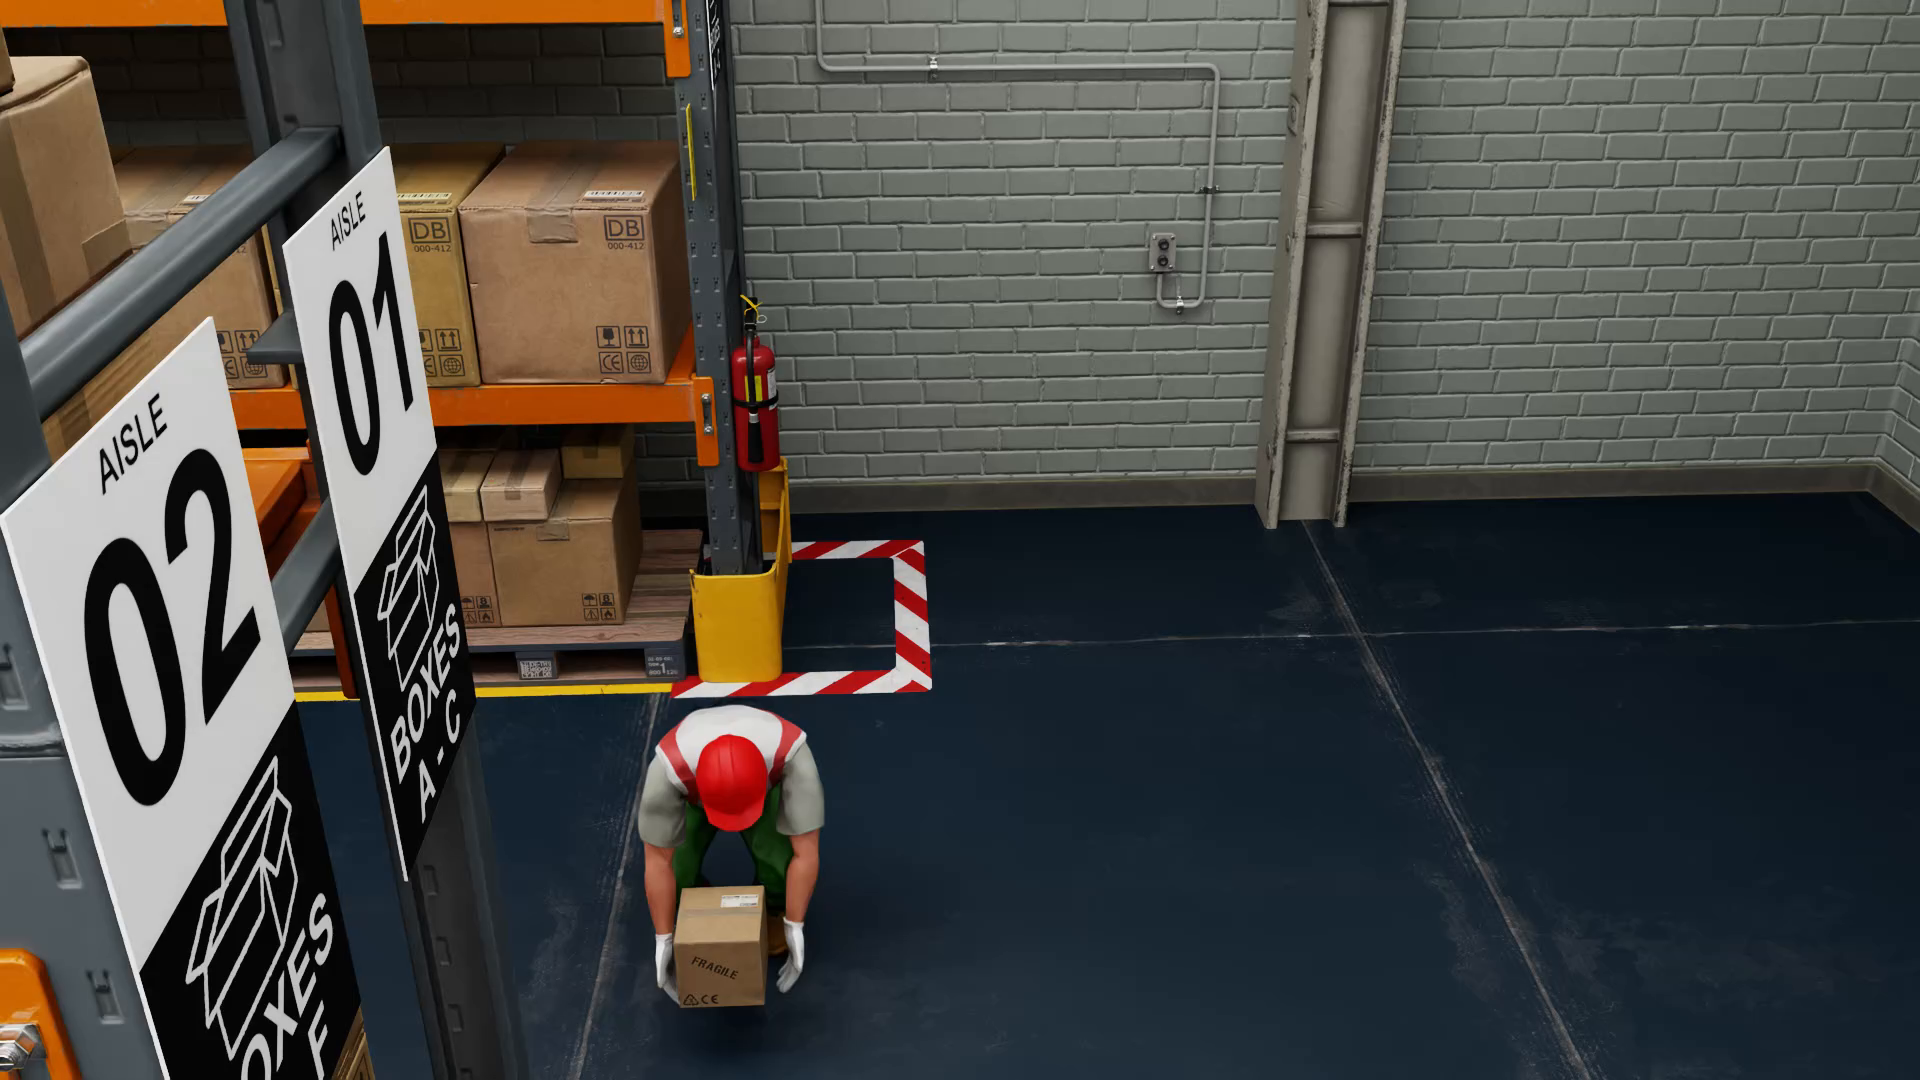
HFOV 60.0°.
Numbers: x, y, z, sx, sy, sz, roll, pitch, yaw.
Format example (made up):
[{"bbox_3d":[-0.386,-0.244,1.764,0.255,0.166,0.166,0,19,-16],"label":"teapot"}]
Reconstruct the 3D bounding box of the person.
[{"bbox_3d":[-0.705,0.887,5.197,0.577,1.040,0.868,-1,27,-3],"label":"person"}]
